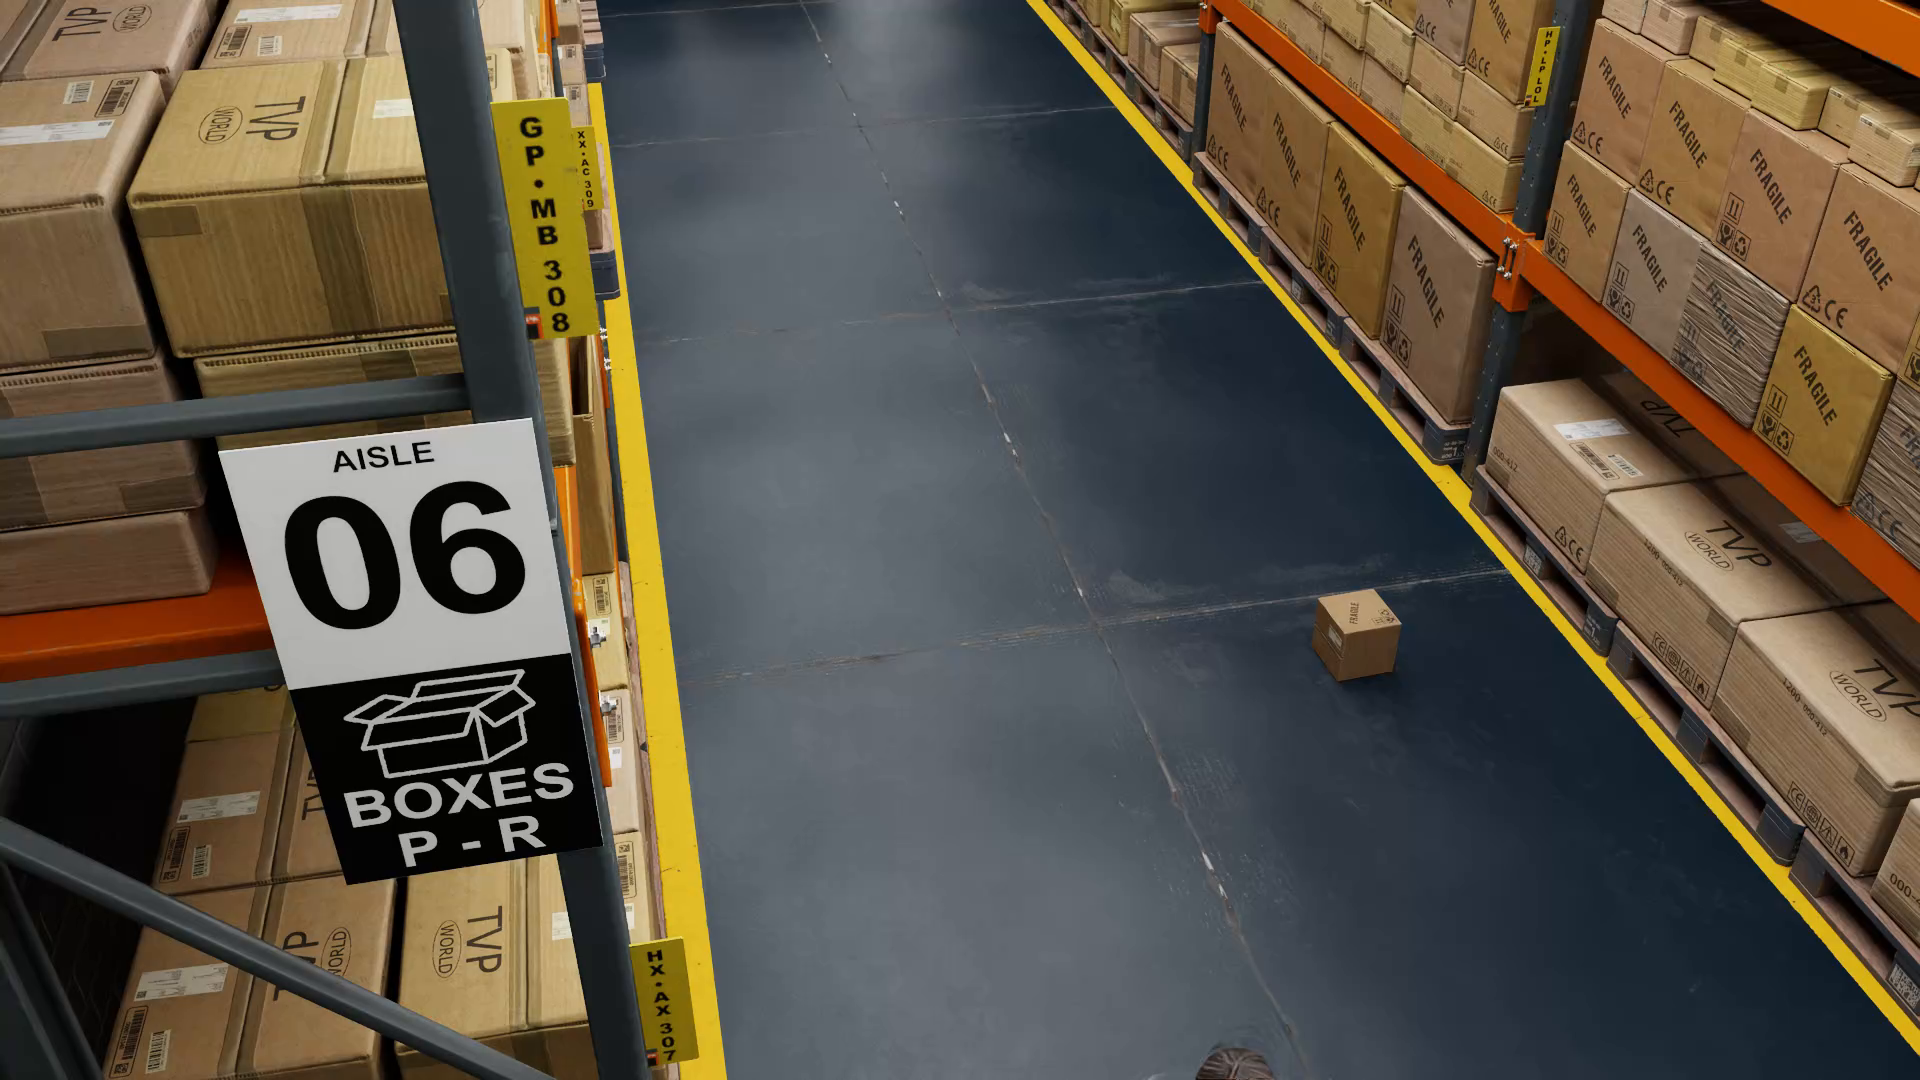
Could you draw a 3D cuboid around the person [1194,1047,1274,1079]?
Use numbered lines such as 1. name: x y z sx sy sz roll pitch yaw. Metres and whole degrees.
1. person: 0.546 1.724 3.674 0.482 1.570 1.031 7 35 10
